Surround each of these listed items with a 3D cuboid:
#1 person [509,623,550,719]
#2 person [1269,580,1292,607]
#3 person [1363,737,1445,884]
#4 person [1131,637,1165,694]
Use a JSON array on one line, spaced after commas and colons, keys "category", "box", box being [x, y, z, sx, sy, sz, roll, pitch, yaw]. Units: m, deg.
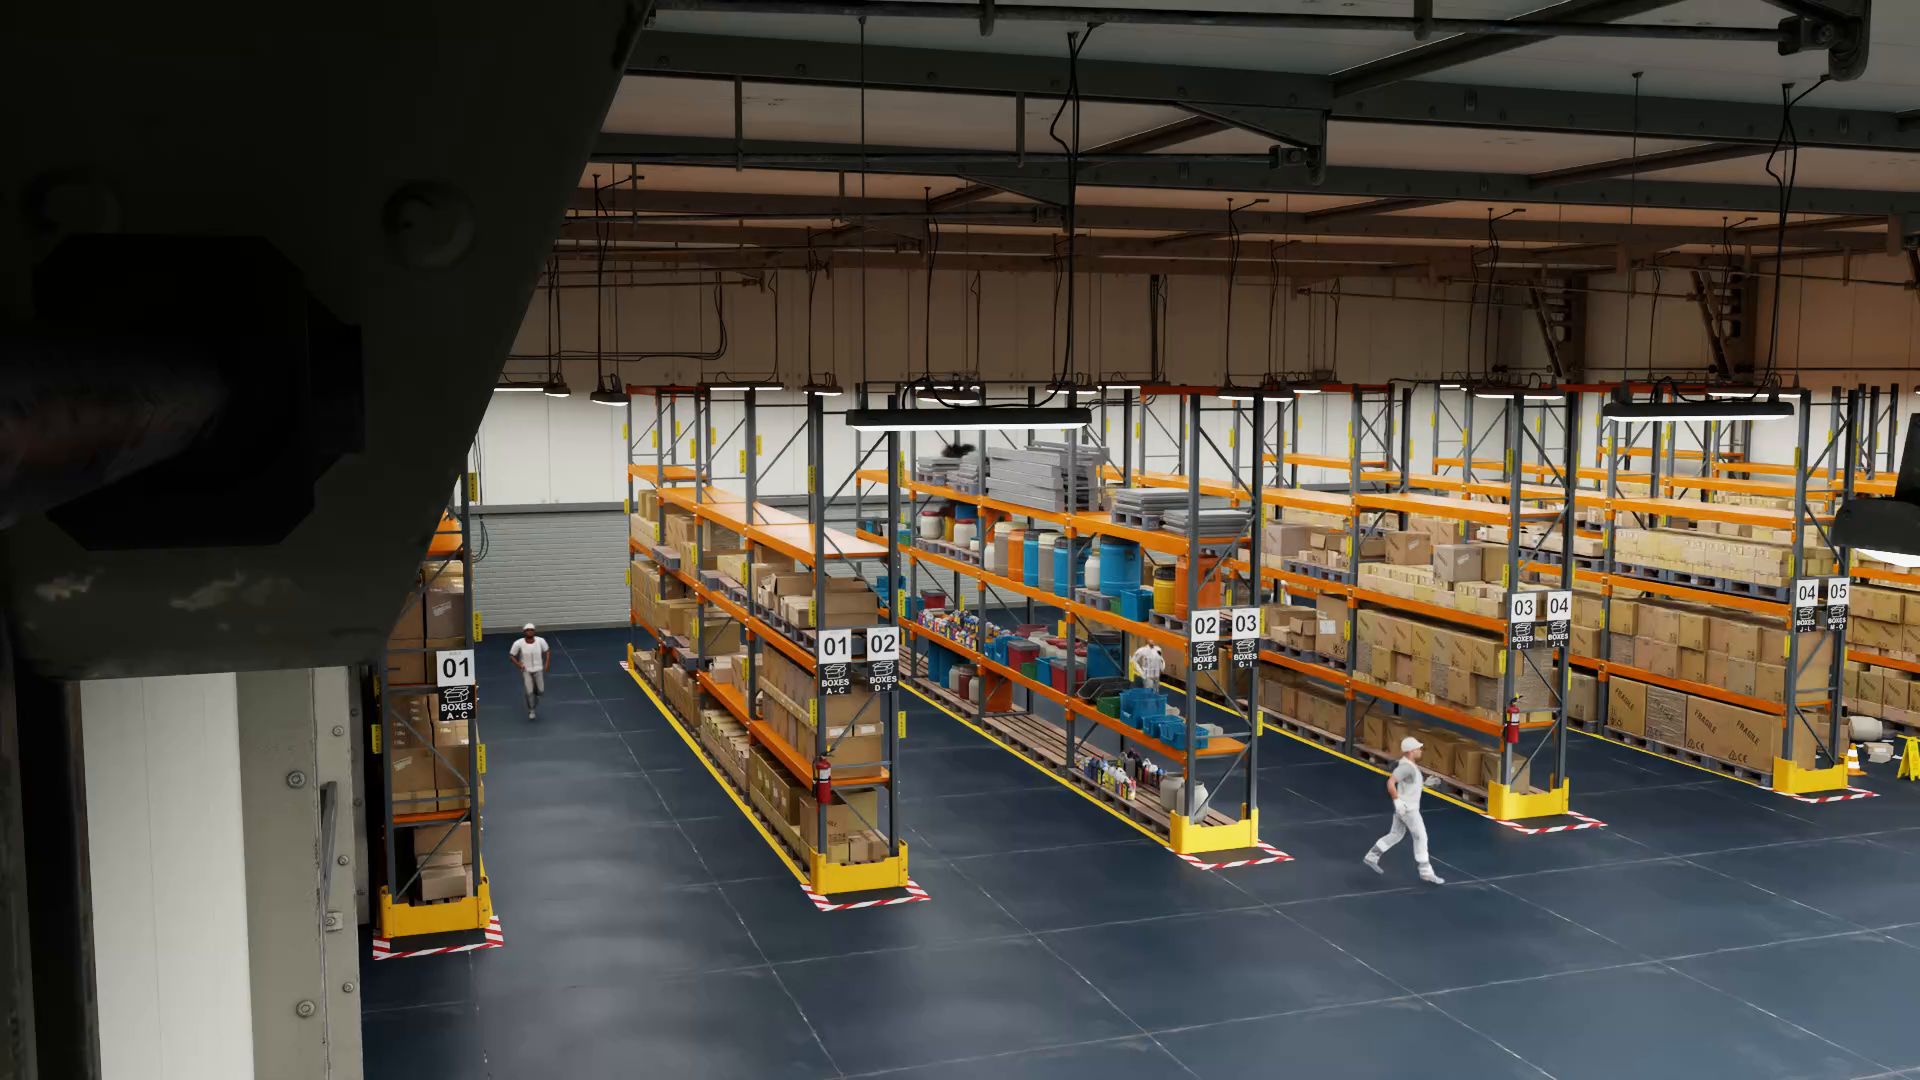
[{"category": "person", "box": [-7.810, 2.363, 30.245, 0.749, 1.722, 0.583, -3, 7, -27]}, {"category": "person", "box": [7.012, 1.712, 36.480, 0.652, 1.733, 0.748, -2, 6, -21]}, {"category": "person", "box": [5.464, 3.300, 20.408, 0.984, 1.790, 0.660, 1, 6, 9]}, {"category": "person", "box": [3.363, 2.448, 29.542, 0.620, 1.701, 0.774, -3, 7, -27]}]
